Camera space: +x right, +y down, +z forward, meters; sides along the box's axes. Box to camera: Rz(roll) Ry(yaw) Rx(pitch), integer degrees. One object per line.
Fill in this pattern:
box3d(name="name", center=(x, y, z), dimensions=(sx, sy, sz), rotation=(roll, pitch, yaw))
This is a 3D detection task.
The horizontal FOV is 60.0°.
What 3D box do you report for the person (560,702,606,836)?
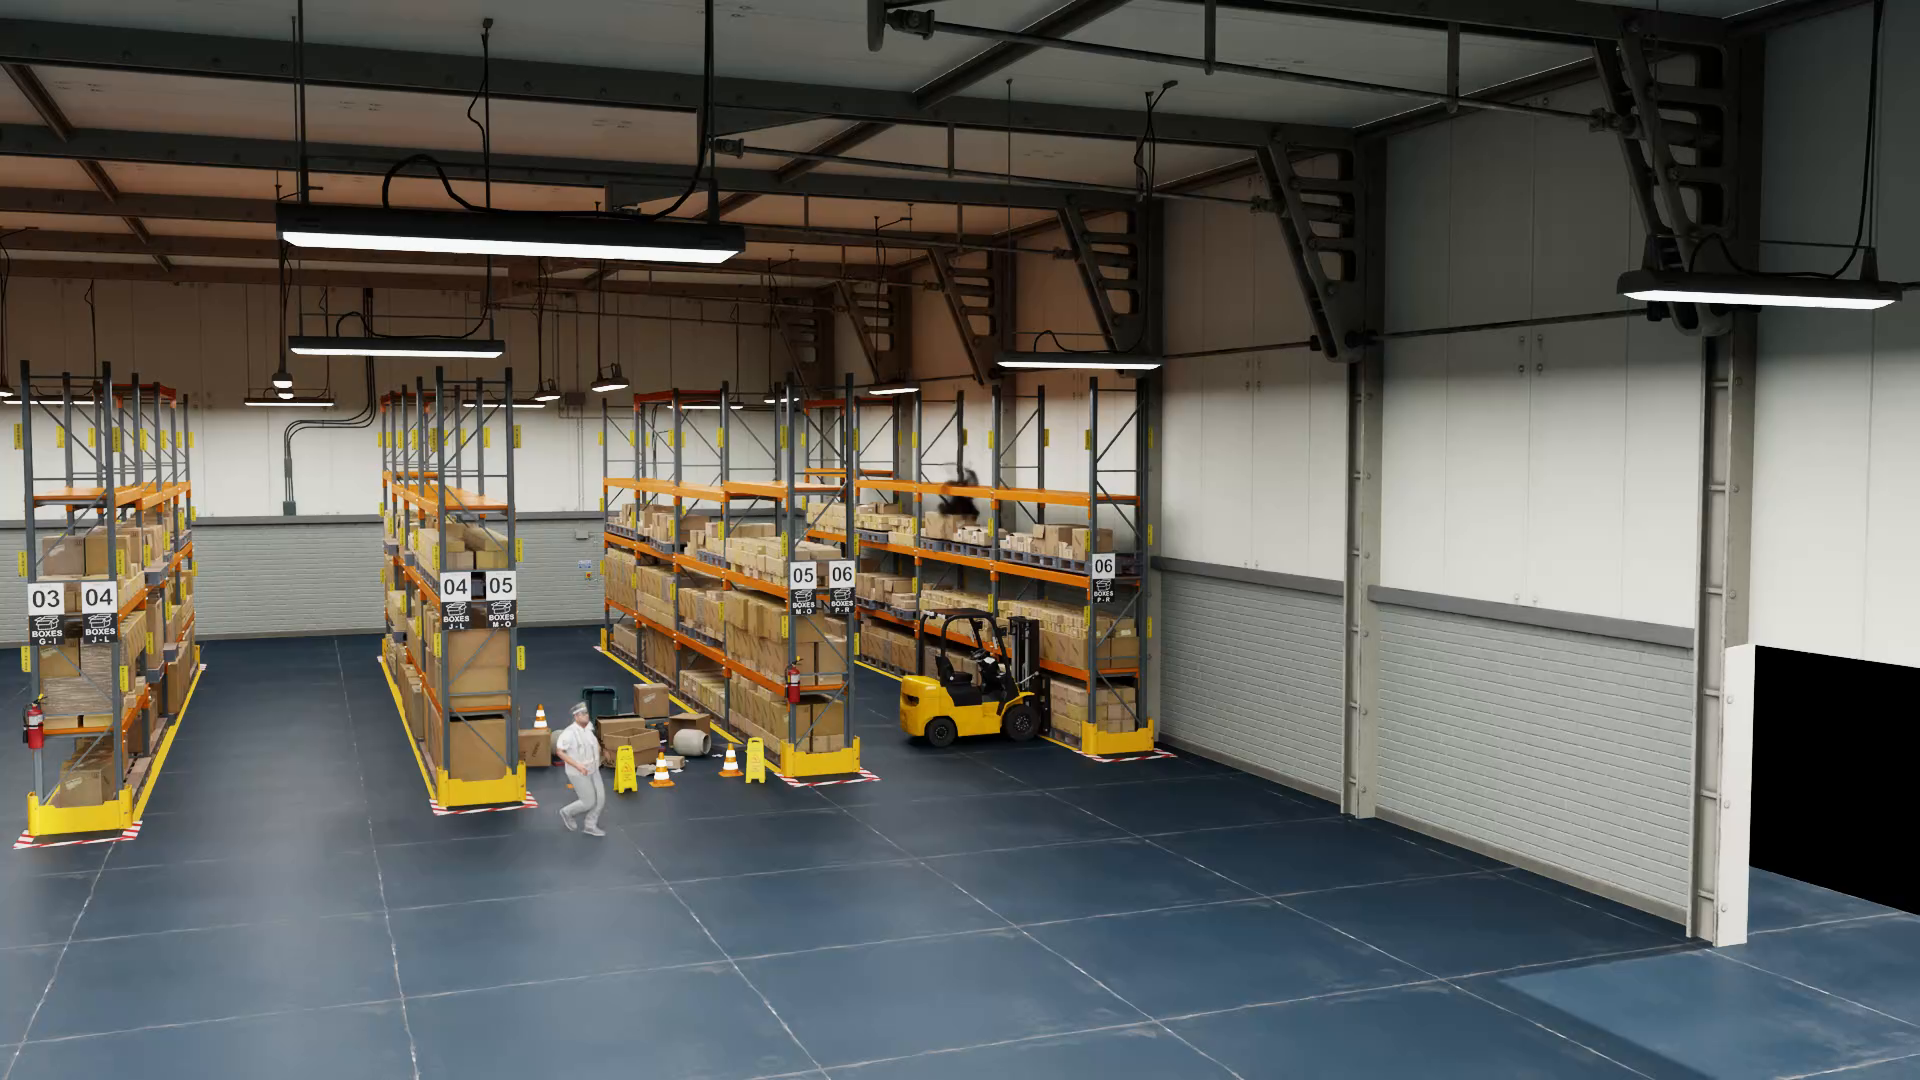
box3d(name="person", center=(-4.797, 2.884, 20.989), dimensions=(0.596, 1.732, 0.490), rotation=(1, 4, 23))
